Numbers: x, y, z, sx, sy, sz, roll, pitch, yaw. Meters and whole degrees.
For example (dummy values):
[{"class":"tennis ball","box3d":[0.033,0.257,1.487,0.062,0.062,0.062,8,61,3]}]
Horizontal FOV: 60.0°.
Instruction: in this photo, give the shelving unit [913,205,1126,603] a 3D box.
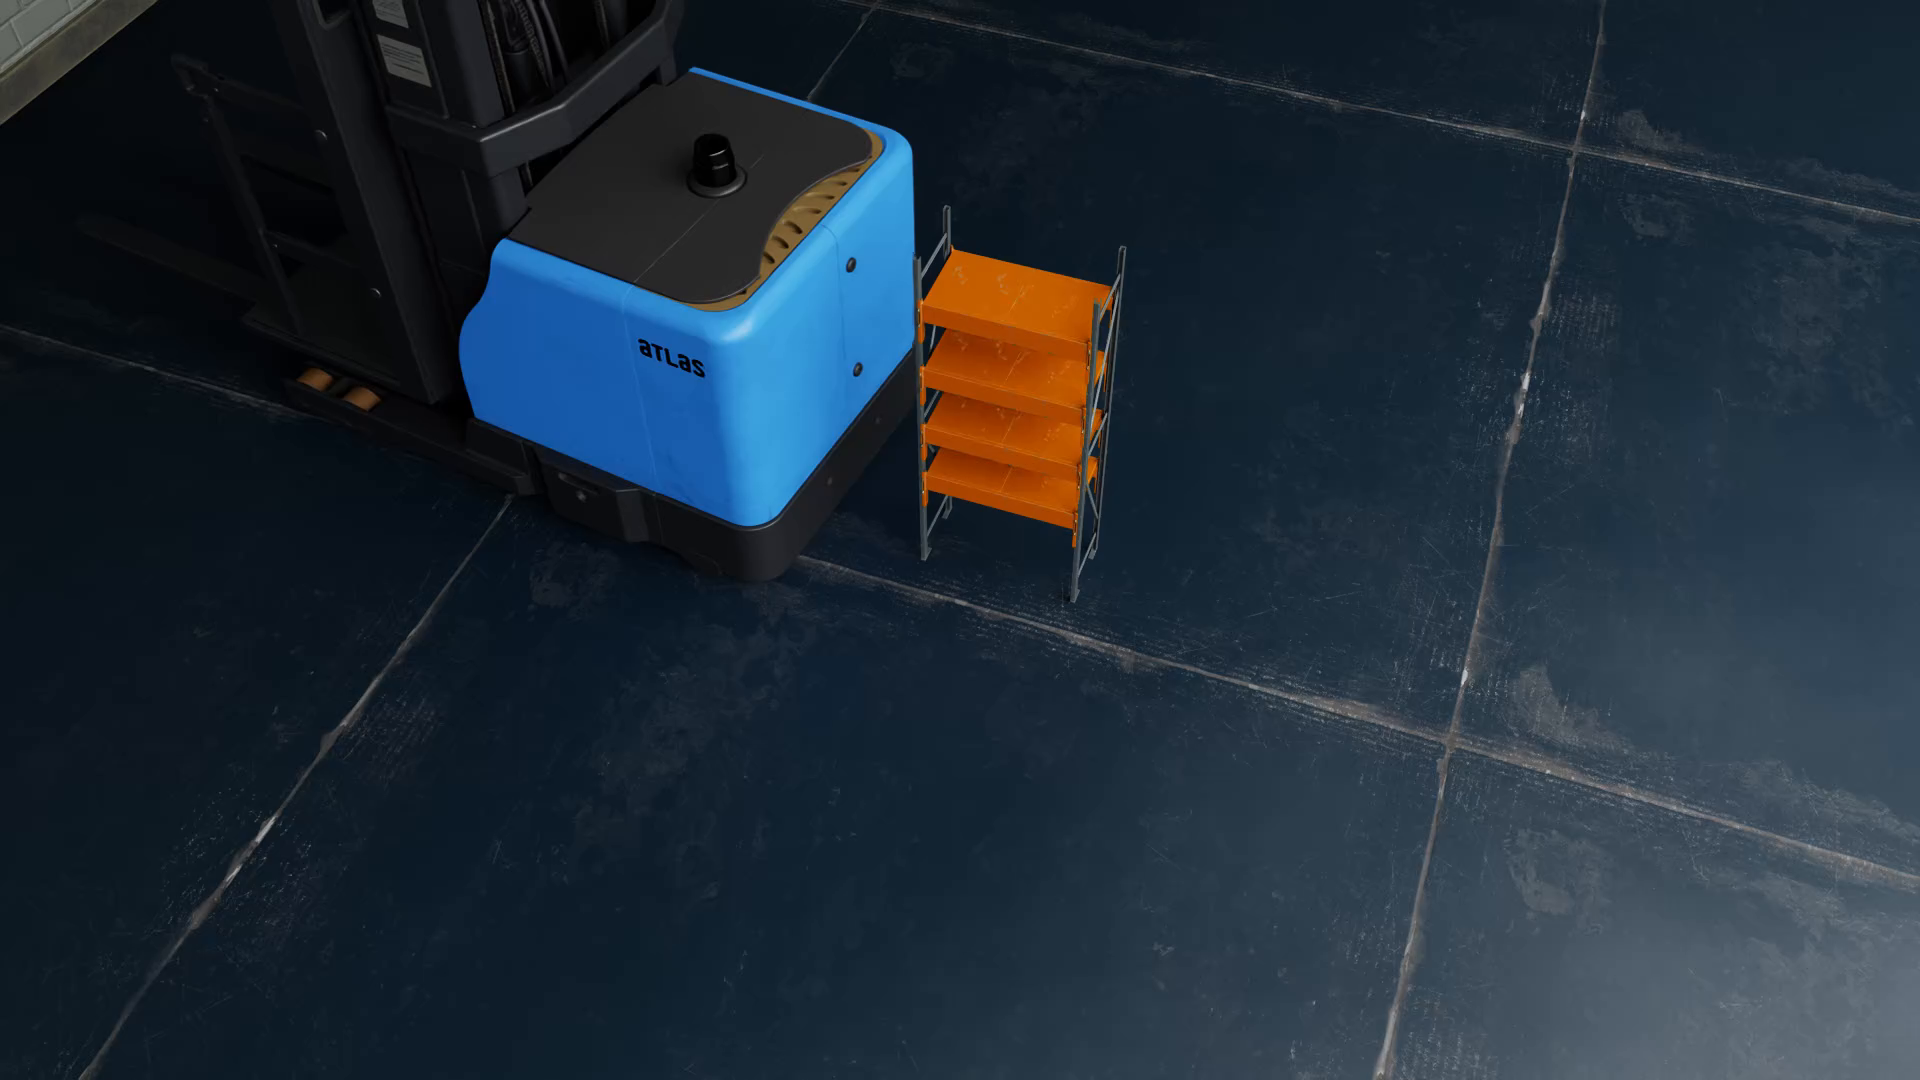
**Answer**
[{"class":"shelving unit","box3d":[0.155,-0.350,4.759,0.503,1.200,0.258,16,51,13]}]

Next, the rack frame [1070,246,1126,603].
[{"class":"rack frame","box3d":[0.384,-0.286,4.704,0.015,1.200,0.240,16,51,13]}]

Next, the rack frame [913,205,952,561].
[{"class":"rack frame","box3d":[-0.074,-0.414,4.814,0.015,1.200,0.240,16,51,13]}]

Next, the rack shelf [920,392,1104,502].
[{"class":"rack shelf","box3d":[0.155,-0.306,4.810,0.480,0.148,0.258,16,51,13]}]

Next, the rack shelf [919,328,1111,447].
[{"class":"rack shelf","box3d":[0.155,-0.452,4.641,0.480,0.148,0.258,16,51,13]}]

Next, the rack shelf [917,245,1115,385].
[{"class":"rack shelf","box3d":[0.155,-0.607,4.462,0.480,0.148,0.258,16,51,13]}]

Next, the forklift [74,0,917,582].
[{"class":"forklift","box3d":[-1.672,-1.638,4.730,3.031,2.935,1.130,22,52,18]}]

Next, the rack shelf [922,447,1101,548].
[{"class":"rack shelf","box3d":[0.155,-0.176,4.960,0.480,0.148,0.258,16,51,13]}]
